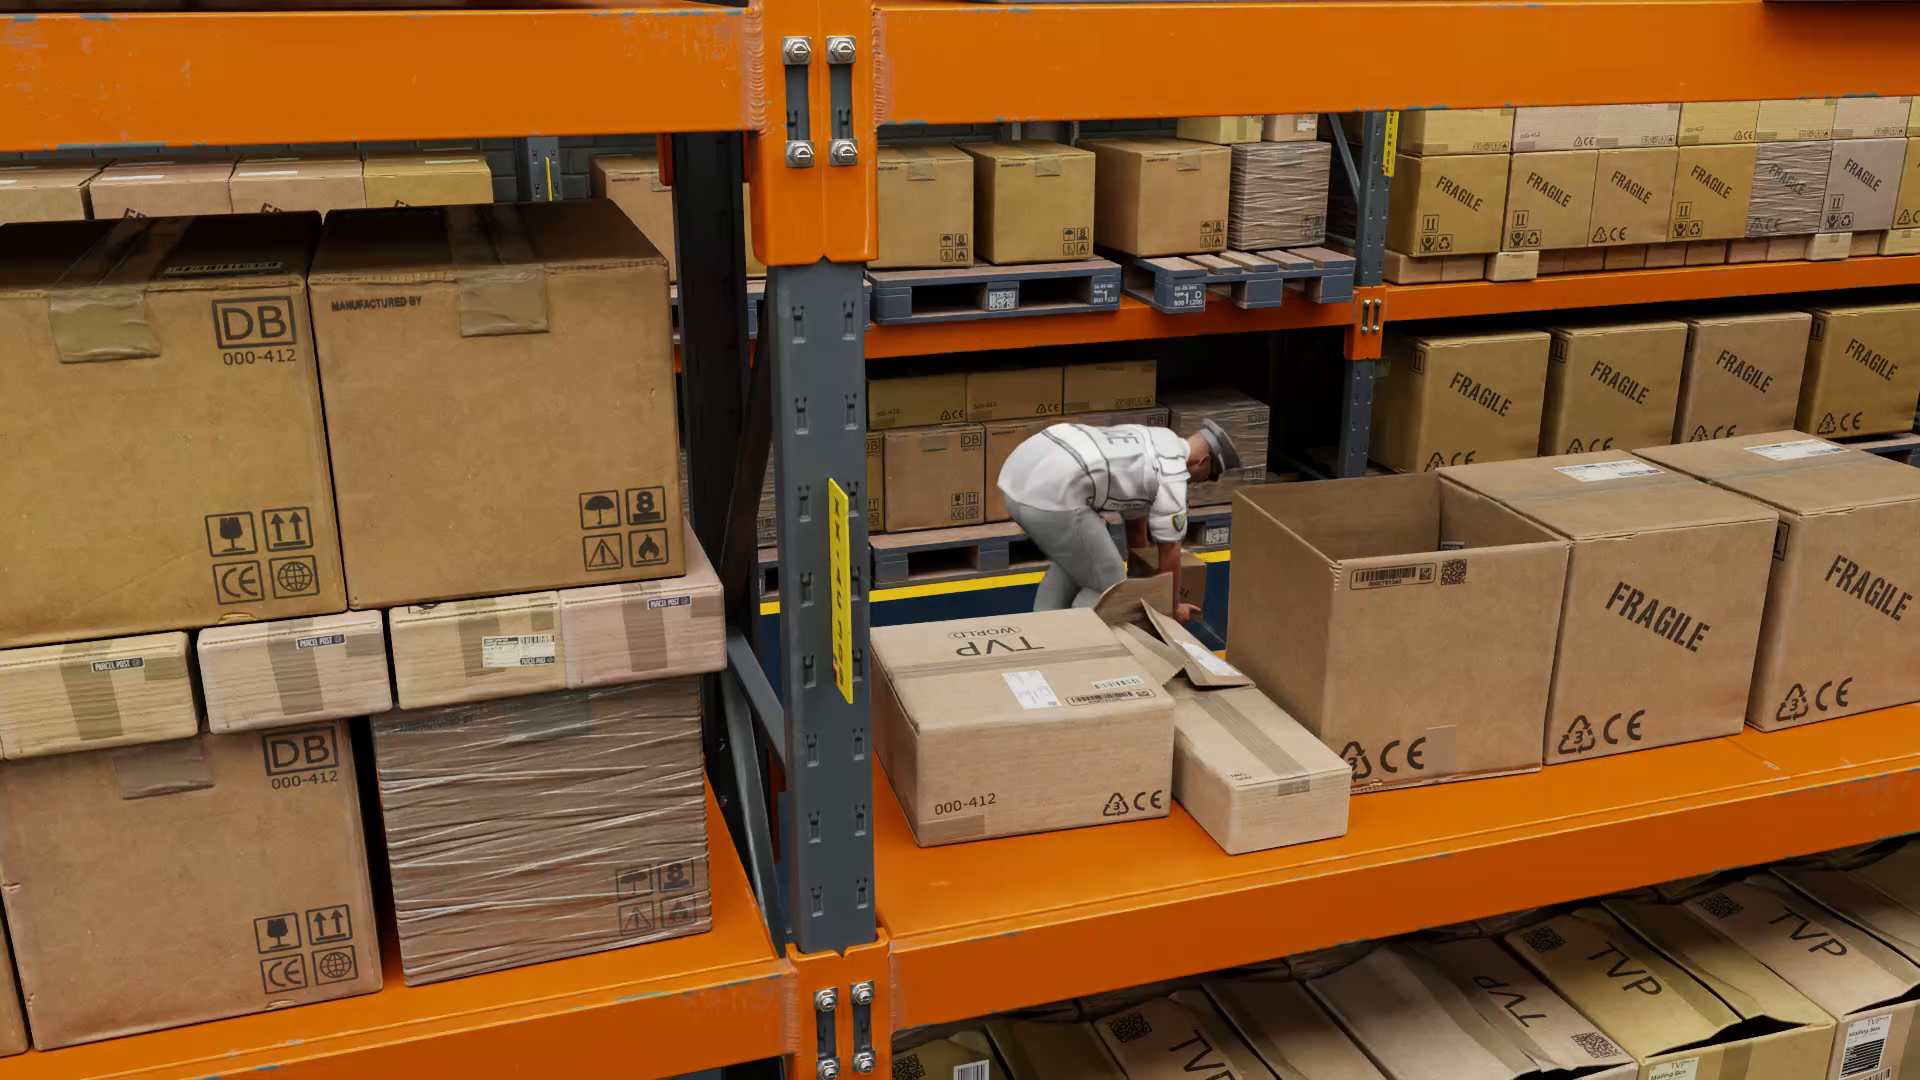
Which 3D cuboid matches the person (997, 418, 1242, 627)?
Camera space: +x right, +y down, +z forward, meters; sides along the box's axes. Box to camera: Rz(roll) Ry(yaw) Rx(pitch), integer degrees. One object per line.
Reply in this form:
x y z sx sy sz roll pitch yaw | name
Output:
0.673 0.044 6.928 1.046 1.102 0.506 -7 20 -19 | person
